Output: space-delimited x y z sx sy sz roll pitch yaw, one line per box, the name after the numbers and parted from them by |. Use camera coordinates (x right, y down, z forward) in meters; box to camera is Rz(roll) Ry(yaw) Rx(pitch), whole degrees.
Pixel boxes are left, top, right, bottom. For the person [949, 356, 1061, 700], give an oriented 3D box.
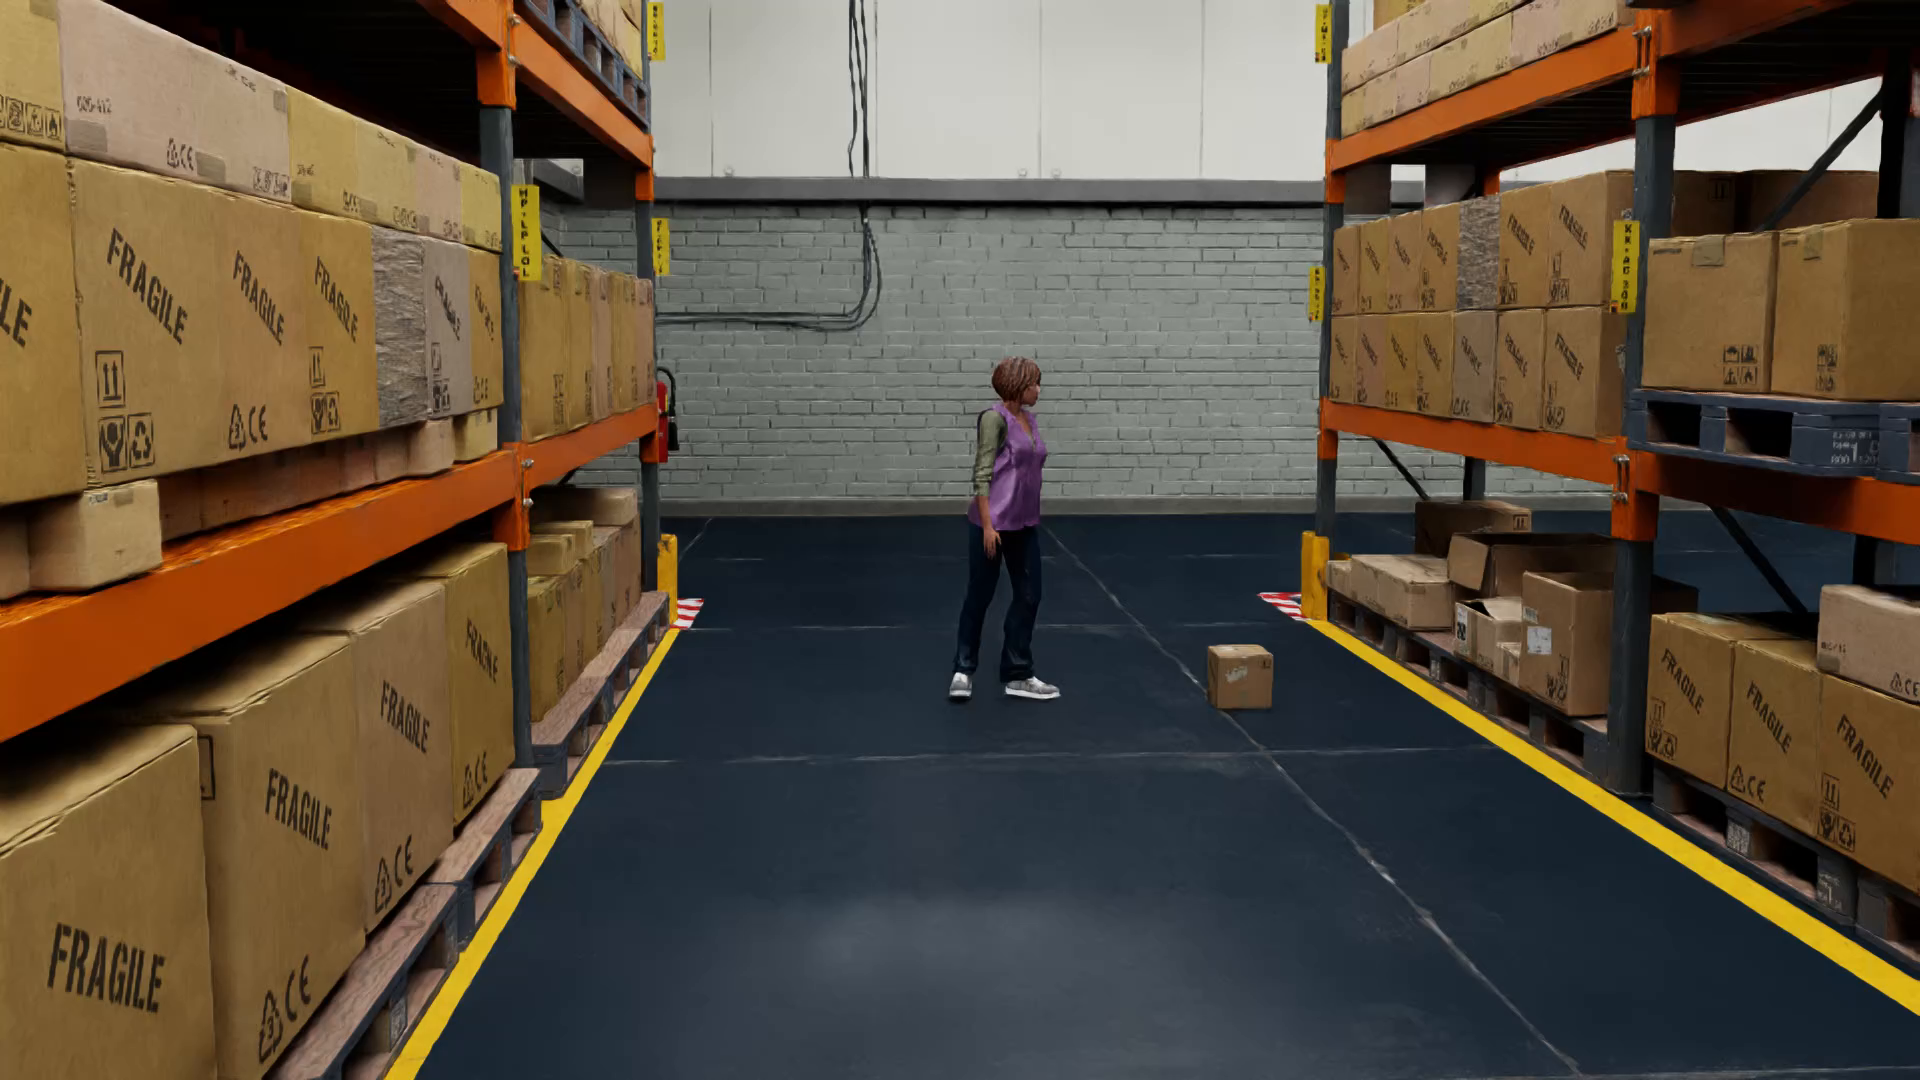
0.194 -0.052 7.711 0.487 1.596 0.479 6 9 40 | person
